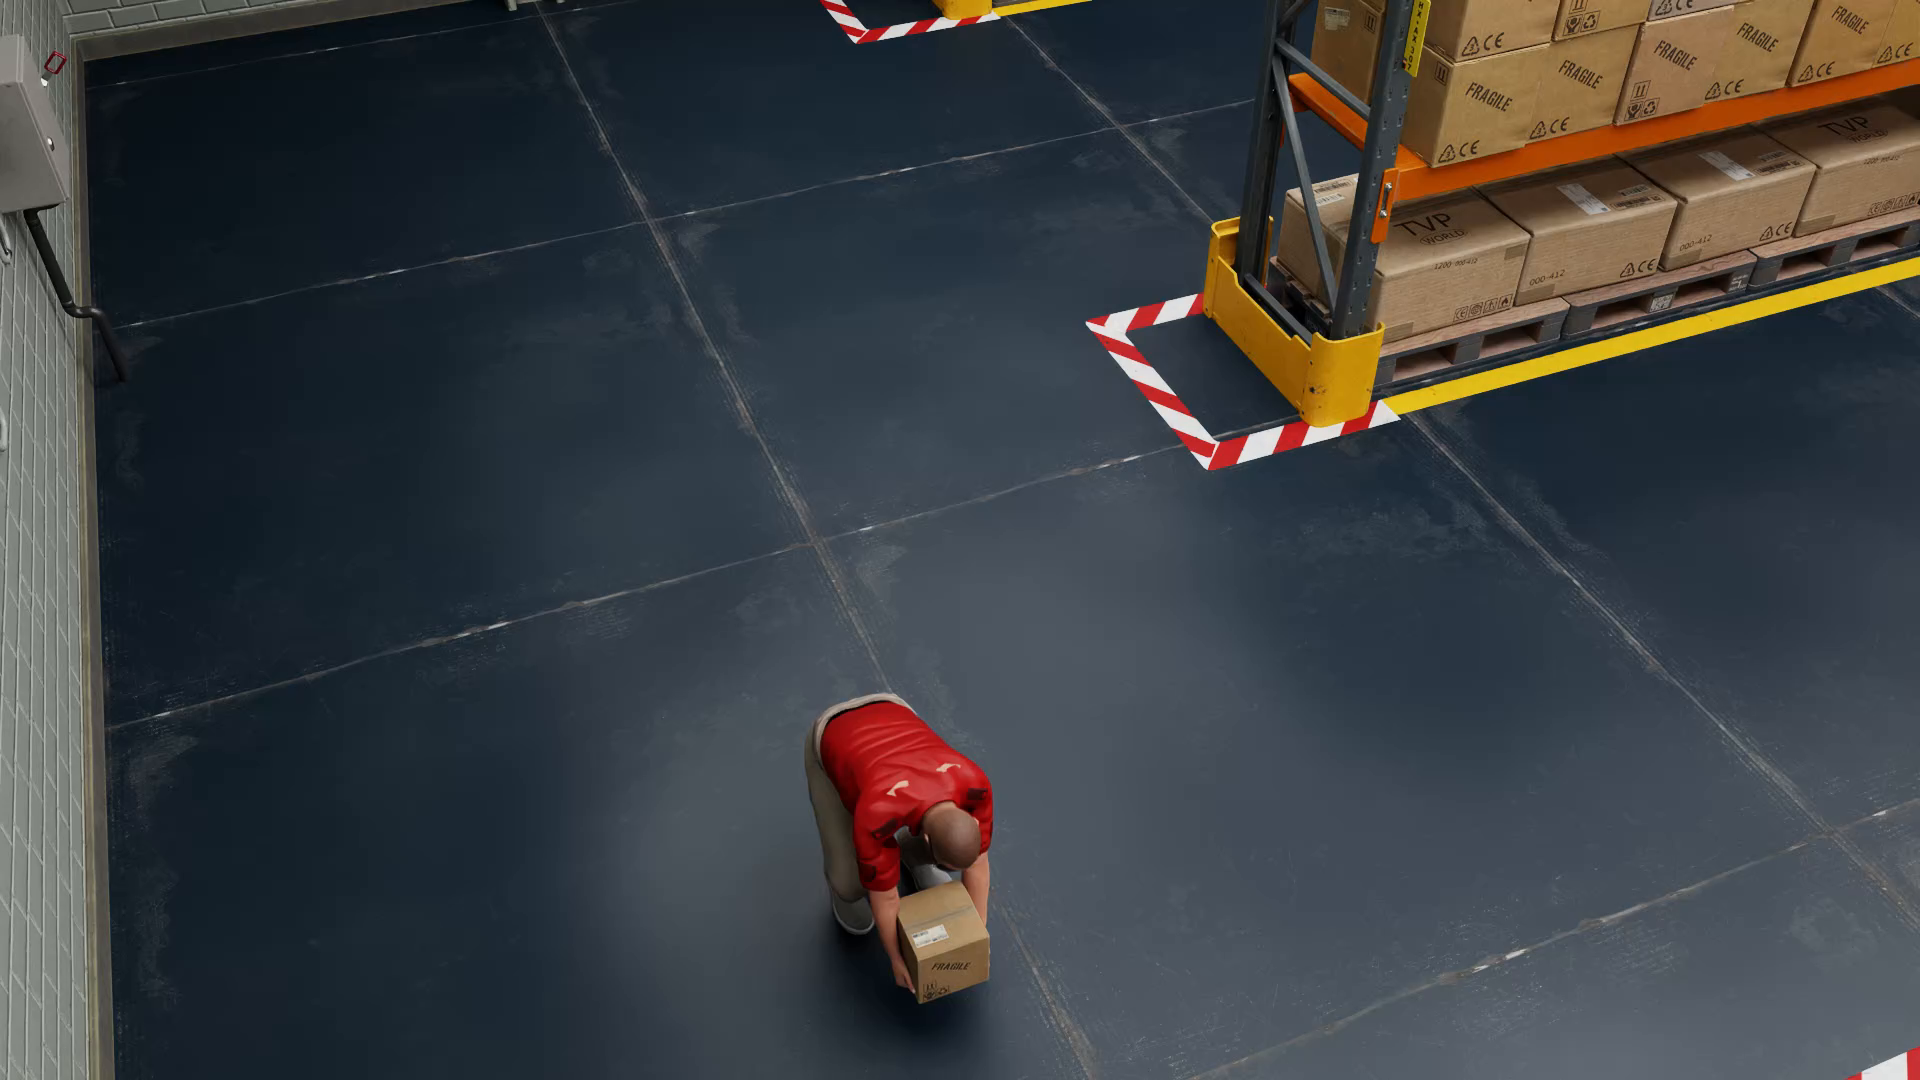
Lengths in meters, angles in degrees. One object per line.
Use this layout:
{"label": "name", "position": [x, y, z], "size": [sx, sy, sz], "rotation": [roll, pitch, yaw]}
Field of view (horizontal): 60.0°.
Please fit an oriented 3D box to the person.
{"label": "person", "position": [-0.195, 0.996, 5.615], "size": [0.544, 0.978, 0.925], "rotation": [-17, 44, -18]}
